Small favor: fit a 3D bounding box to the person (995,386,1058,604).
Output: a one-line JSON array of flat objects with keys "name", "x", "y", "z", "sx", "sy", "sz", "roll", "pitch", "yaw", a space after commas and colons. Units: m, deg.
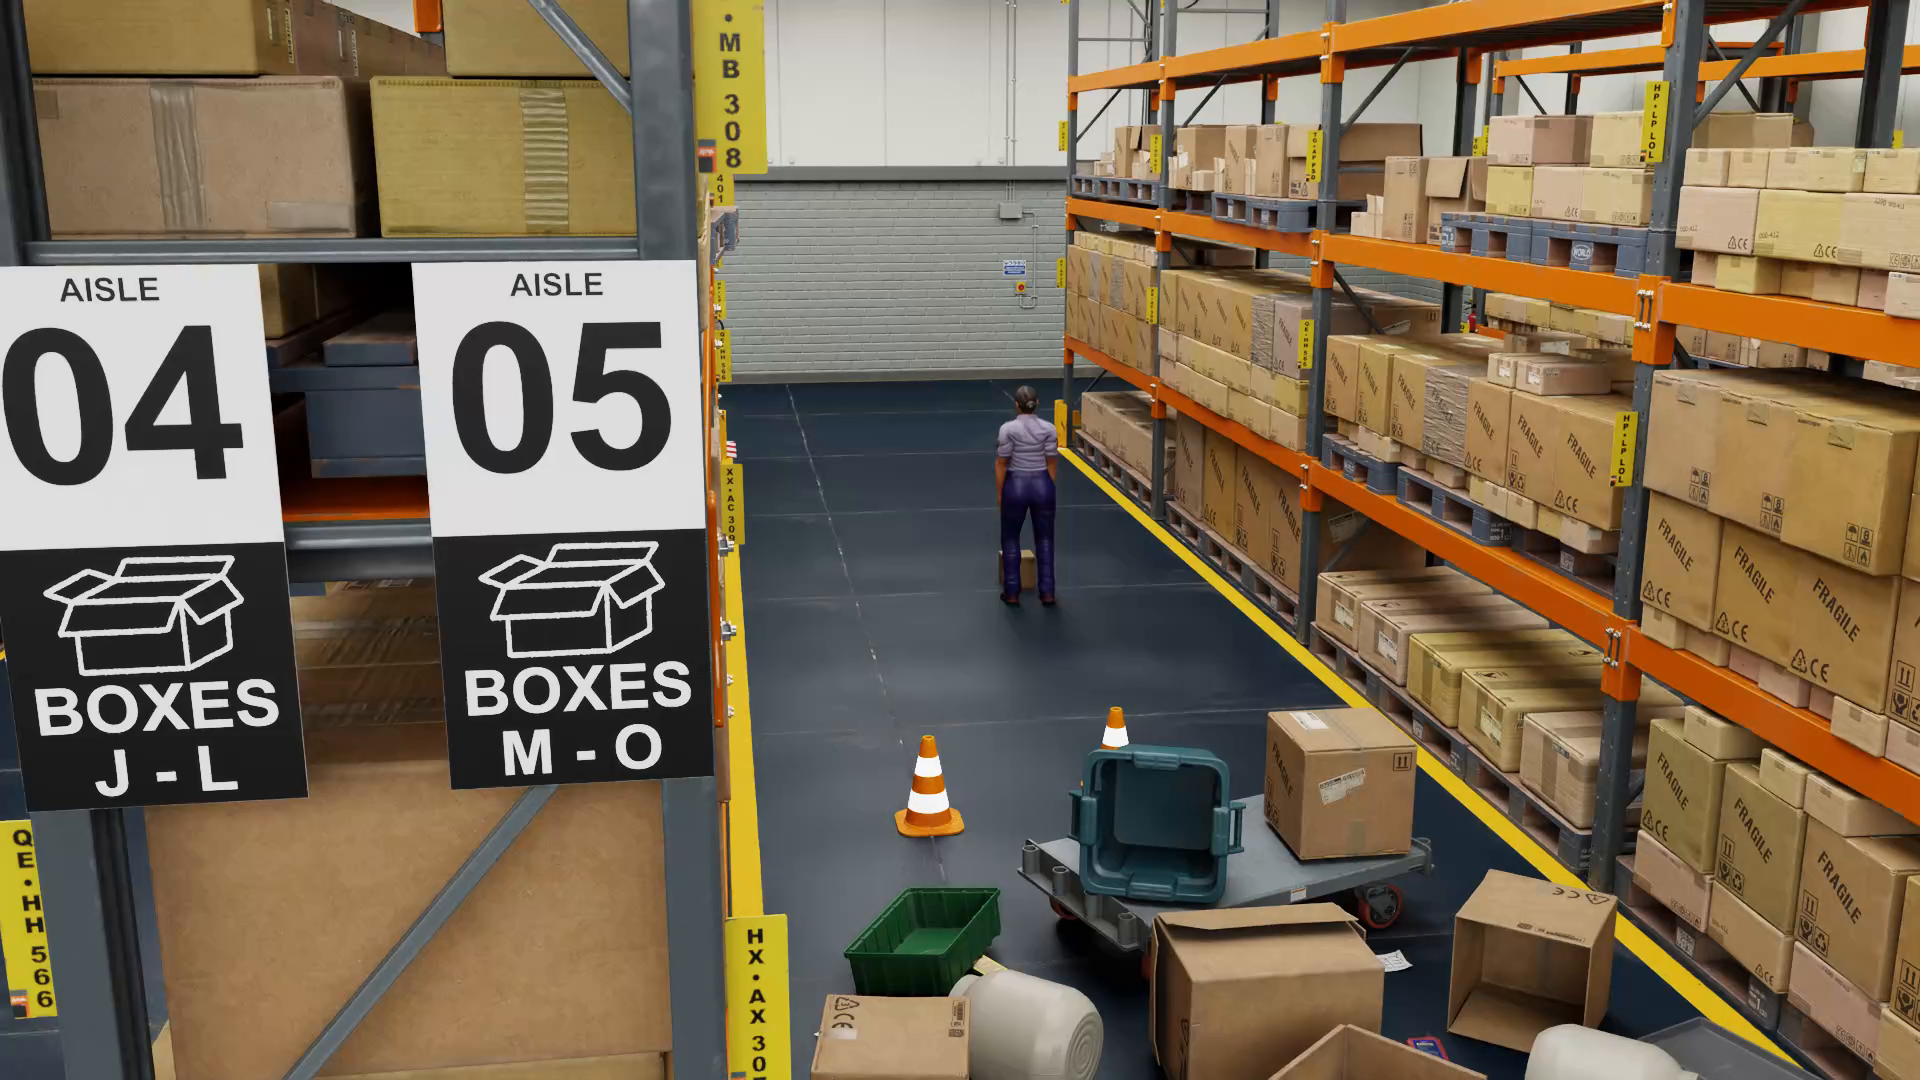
[{"name": "person", "x": 0.490, "y": -0.335, "z": 12.471, "sx": 0.470, "sy": 1.653, "sz": 0.342, "roll": -2, "pitch": 13, "yaw": -7}]
